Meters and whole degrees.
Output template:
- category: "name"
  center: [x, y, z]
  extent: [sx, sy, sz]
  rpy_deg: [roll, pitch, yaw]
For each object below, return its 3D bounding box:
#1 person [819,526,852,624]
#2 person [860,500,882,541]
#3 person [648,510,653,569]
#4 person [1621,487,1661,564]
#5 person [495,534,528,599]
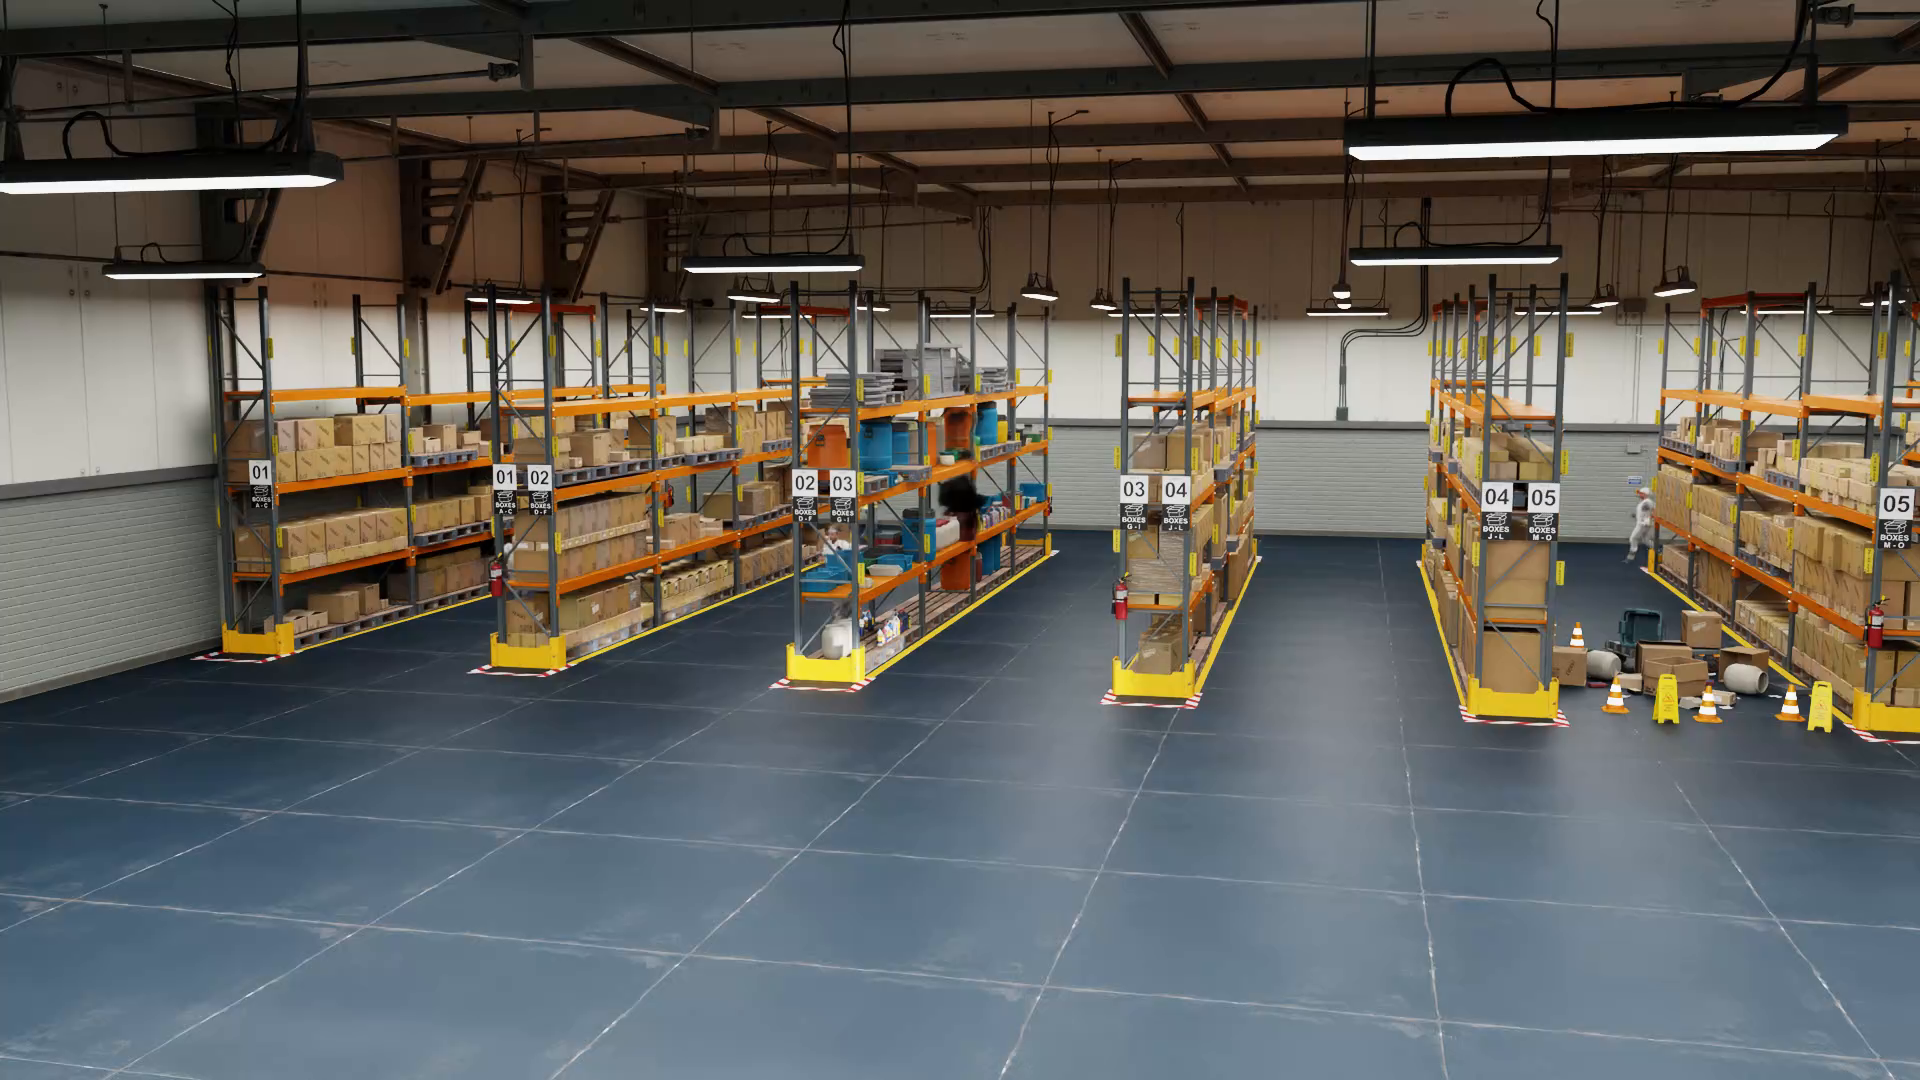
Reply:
- category: "person"
  center: [-2.200, 0.635, 29.994]
  extent: [0.680, 1.821, 0.845]
  rpy_deg: [5, 8, 37]
- category: "person"
  center: [-2.318, -0.751, 42.687]
  extent: [0.737, 1.832, 0.736]
  rpy_deg: [4, 8, 33]
- category: "person"
  center: [-6.494, 0.162, 35.248]
  extent: [0.508, 1.604, 0.667]
  rpy_deg: [2, 7, 18]
- category: "person"
  center: [15.881, -0.328, 38.652]
  extent: [0.877, 1.813, 0.695]
  rpy_deg: [2, 7, 21]
- category: "person"
  center: [-8.328, 0.642, 31.176]
  extent: [0.735, 1.578, 0.838]
  rpy_deg: [-2, 7, -14]
